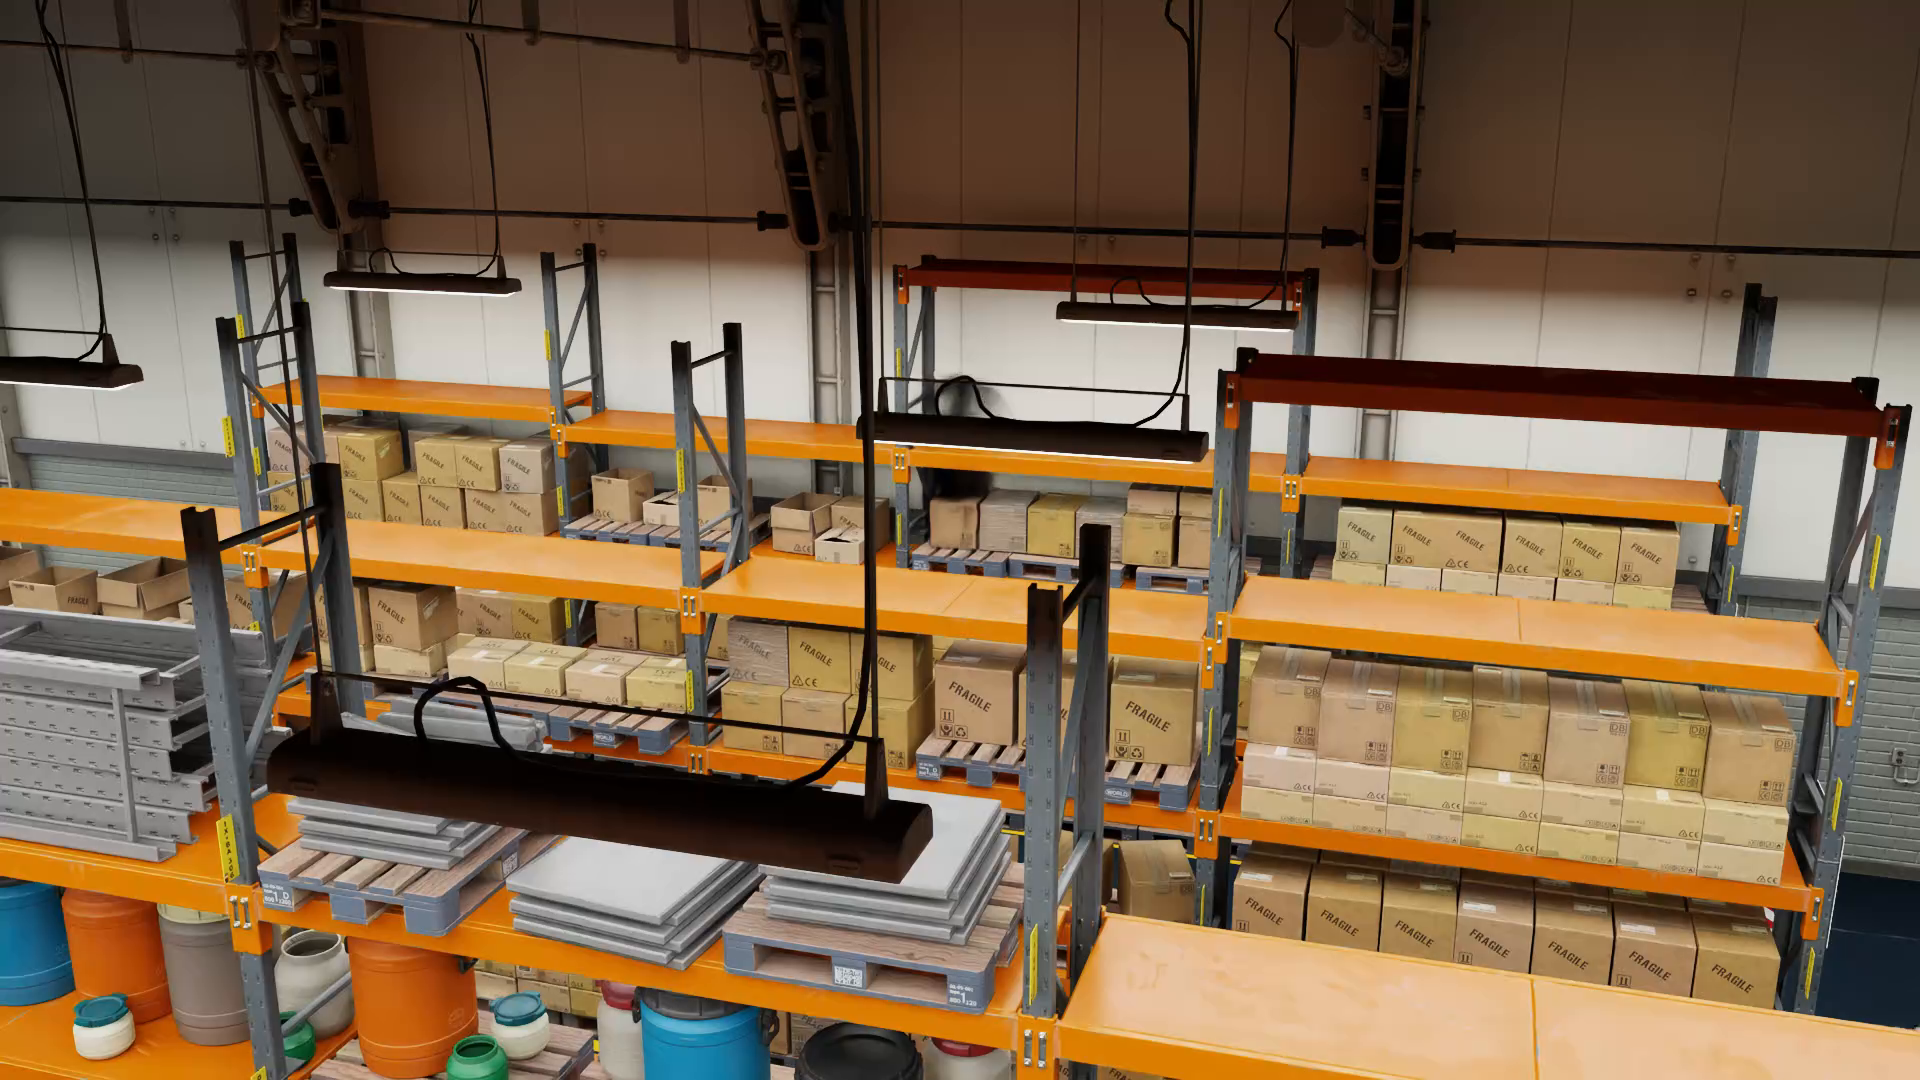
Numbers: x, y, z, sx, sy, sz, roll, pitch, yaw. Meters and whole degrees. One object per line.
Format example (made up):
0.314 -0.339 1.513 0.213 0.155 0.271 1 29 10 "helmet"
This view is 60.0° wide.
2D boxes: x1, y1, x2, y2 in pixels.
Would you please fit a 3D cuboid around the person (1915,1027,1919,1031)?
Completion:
6.977 3.998 11.816 0.609 1.705 0.779 -13 21 -39 "person"
